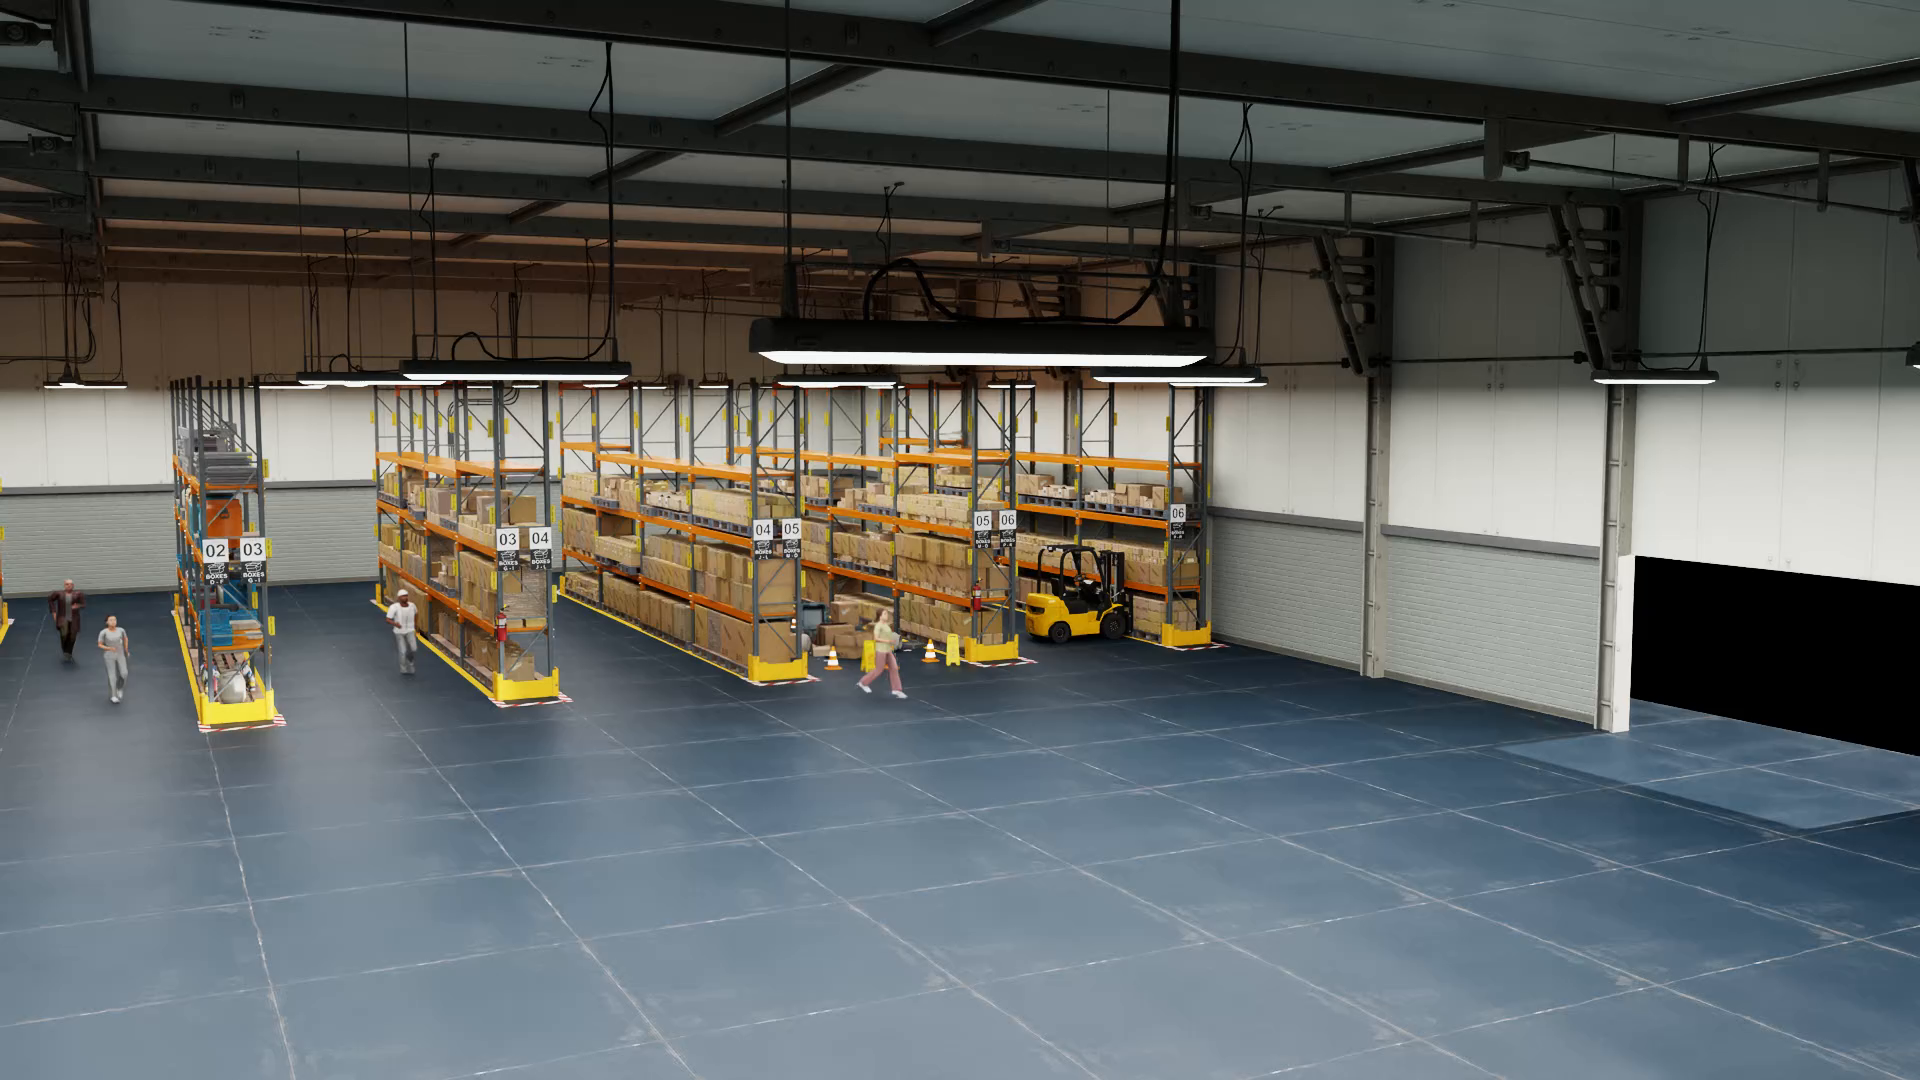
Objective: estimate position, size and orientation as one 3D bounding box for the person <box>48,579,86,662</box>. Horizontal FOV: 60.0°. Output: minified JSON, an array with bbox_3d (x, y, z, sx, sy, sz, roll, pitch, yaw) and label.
[{"bbox_3d":[-18.941,1.752,35.330,0.691,1.675,0.799,-3,6,-33],"label":"person"}]

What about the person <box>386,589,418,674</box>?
[{"bbox_3d":[-11.221,1.865,33.603,0.698,1.738,0.632,-3,6,-34],"label":"person"}]

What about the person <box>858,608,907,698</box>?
[{"bbox_3d":[-1.456,2.113,31.180,0.964,1.680,0.588,2,5,20],"label":"person"}]

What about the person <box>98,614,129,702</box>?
[{"bbox_3d":[-15.564,2.177,30.647,0.549,1.633,0.582,-4,7,-41],"label":"person"}]
